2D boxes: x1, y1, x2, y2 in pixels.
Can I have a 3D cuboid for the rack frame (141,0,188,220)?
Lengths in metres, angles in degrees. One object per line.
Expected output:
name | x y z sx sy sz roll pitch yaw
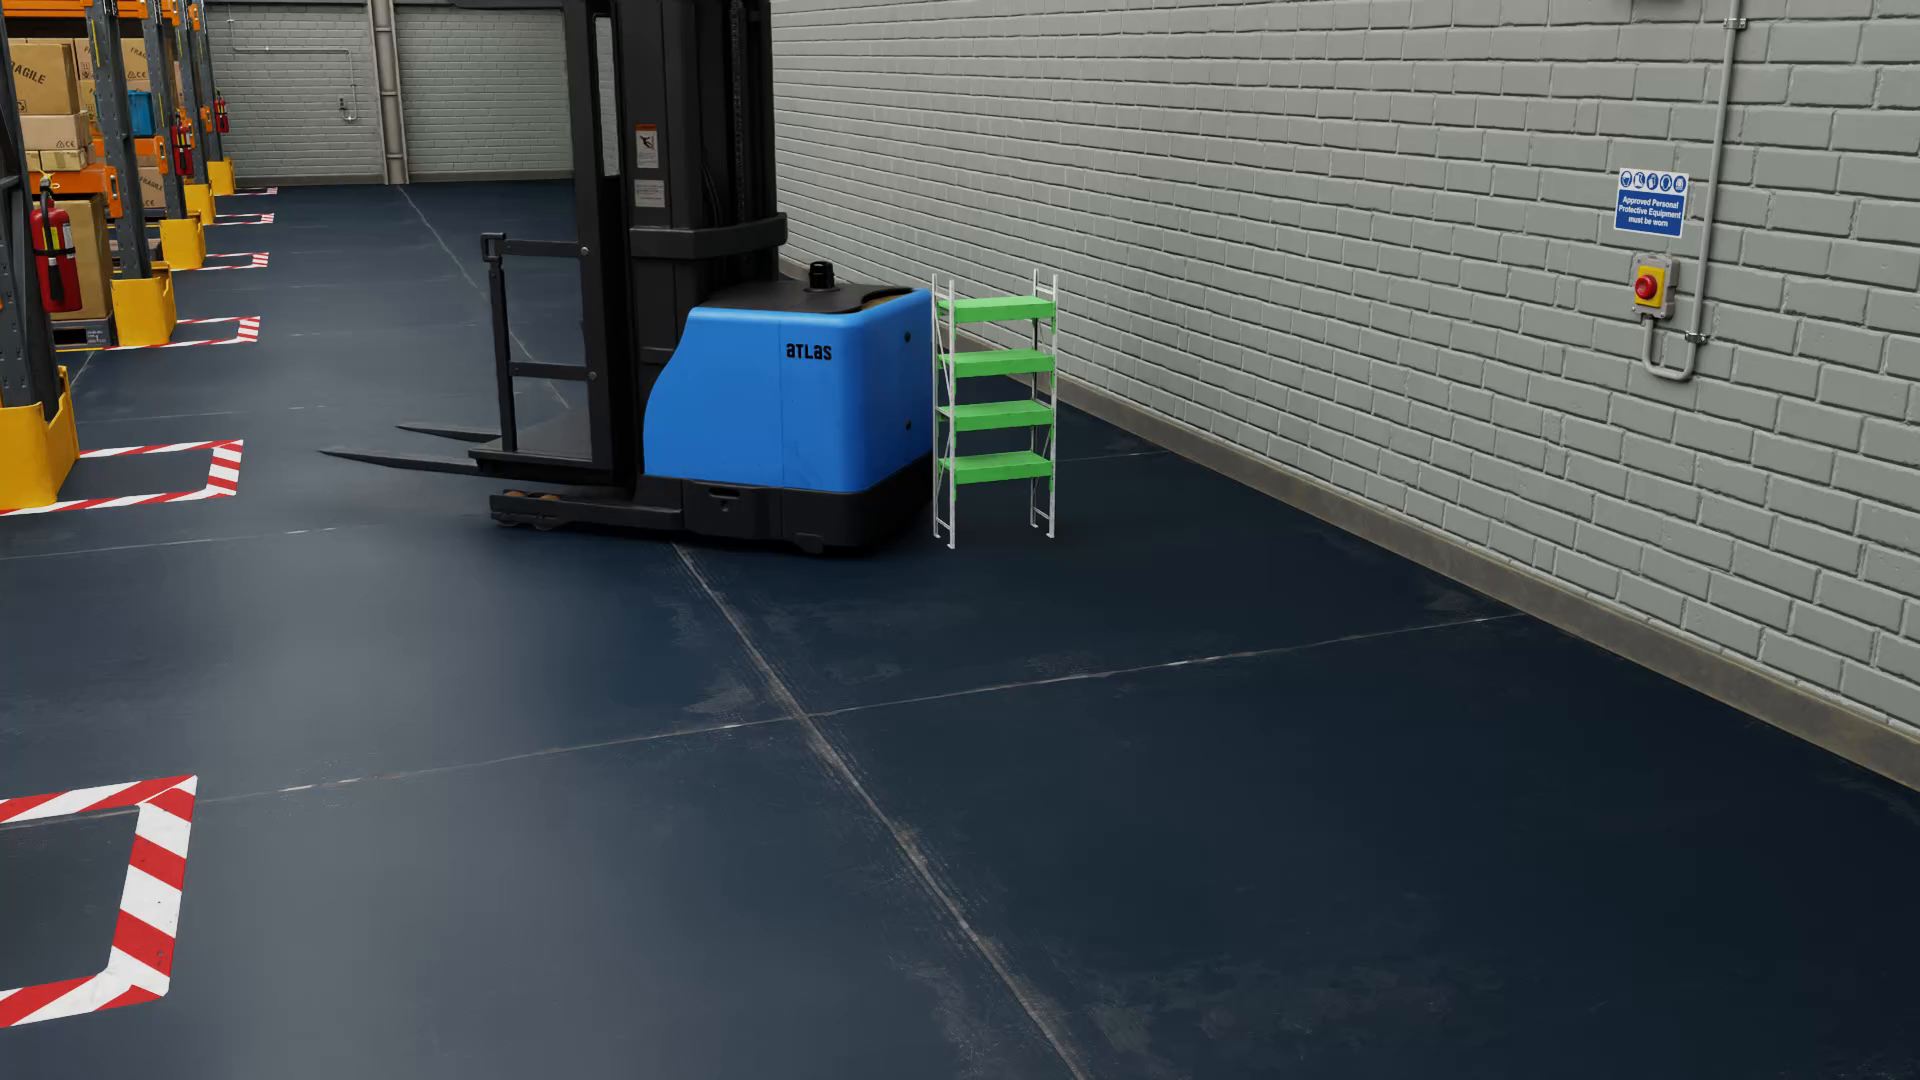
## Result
rack frame | -8.201 -4.368 17.150 0.127 3.000 1.000 -6 17 -20

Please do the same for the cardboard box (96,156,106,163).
cardboard box | -13.301 -5.779 25.644 0.500 0.500 0.700 -7 18 -22

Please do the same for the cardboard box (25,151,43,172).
cardboard box | -6.886 -2.795 12.239 0.250 0.149 0.380 -6 17 -20

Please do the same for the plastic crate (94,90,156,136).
plastic crate | -8.447 -4.331 16.854 0.499 0.435 0.616 -6 17 -20

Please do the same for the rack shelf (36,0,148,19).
rack shelf | -10.069 -5.261 16.142 4.000 0.370 1.077 -6 17 -20

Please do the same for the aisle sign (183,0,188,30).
aisle sign | -9.797 -6.845 20.971 0.004 0.787 0.394 -6 17 -20

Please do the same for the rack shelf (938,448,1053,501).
rack shelf | 0.155 -0.301 7.572 0.480 0.148 0.258 -6 17 -20

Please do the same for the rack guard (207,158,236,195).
rack guard | -11.724 -5.778 26.386 0.348 0.500 1.175 -6 17 -20

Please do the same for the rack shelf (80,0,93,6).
rack shelf | -8.297 -3.957 11.704 4.000 0.370 1.077 -6 17 -20

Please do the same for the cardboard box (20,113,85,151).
cardboard box | -6.787 -3.017 12.287 0.500 0.250 0.500 -6 18 -21

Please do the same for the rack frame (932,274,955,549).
rack frame | -0.073 -0.568 7.402 0.015 1.200 0.240 -6 17 -20

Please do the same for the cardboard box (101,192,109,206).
cardboard box | -11.047 -4.533 21.810 0.500 0.250 0.500 -6 17 -20

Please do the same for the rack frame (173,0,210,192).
rack frame | -9.970 -5.672 21.589 0.127 3.000 1.000 -6 17 -20

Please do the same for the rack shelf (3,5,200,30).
rack shelf | -13.614 -7.867 25.018 4.000 0.370 1.077 -6 17 -20

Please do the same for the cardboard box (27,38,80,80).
cardboard box | -11.242 -5.978 20.678 0.500 0.500 0.500 -6 17 -19

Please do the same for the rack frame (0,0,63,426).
rack frame | -4.749 -1.750 8.233 0.127 3.000 1.000 -6 17 -20

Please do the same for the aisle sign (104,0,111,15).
aisle sign | -6.255 -4.241 12.102 0.004 0.787 0.394 -6 17 -20

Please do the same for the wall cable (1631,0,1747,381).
wall cable | 2.374 -1.535 5.642 0.123 1.953 0.585 -6 17 -20

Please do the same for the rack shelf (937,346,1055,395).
rack shelf | 0.155 -0.761 7.436 0.480 0.148 0.258 -6 17 -20

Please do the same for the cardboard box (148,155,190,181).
cardboard box | -12.364 -5.880 25.989 0.500 0.500 0.700 -6 17 -20

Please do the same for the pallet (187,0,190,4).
pallet | -12.435 -8.294 25.352 1.213 0.211 1.003 -6 17 -20

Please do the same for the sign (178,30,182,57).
sign | -9.791 -6.231 20.877 0.005 0.325 0.100 -6 17 -20

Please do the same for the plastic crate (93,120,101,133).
plastic crate | -8.879 -4.322 17.352 0.298 0.136 0.250 -6 17 -20

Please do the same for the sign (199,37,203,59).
sign | -11.565 -7.500 25.338 0.005 0.325 0.100 -6 17 -20

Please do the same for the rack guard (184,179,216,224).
rack guard | -10.041 -4.465 21.915 0.348 0.500 1.175 -6 17 -20

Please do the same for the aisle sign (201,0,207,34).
aisle sign | -11.572 -8.150 25.415 0.004 0.787 0.394 -6 17 -20

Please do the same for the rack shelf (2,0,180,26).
rack shelf | -11.838 -6.564 20.581 4.000 0.370 1.077 -6 17 -20

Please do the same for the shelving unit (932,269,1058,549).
shelving unit | 0.155 -0.592 7.486 0.503 1.200 0.258 -6 17 -20

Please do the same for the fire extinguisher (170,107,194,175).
fire extinguisher | -7.898 -4.048 16.858 0.183 0.674 0.296 -6 17 -20

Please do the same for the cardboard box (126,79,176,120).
cardboard box | -10.291 -5.603 21.177 0.500 0.500 0.500 -6 17 -18

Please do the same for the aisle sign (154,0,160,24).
aisle sign | -8.029 -5.546 16.545 0.004 0.787 0.394 -6 17 -20

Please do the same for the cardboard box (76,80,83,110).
cardboard box | -11.242 -5.501 20.829 0.500 0.500 0.500 -6 17 -20

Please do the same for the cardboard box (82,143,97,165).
cardboard box | -6.879 -2.996 12.921 0.250 0.149 0.380 -6 17 -19

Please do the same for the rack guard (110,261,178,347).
rack guard | -6.407 -1.868 13.072 0.348 0.500 1.175 -6 17 -20

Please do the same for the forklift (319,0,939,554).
forklift | -1.674 -1.581 7.781 3.031 2.935 1.130 6 17 19

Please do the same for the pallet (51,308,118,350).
pallet | -7.148 -1.626 12.760 1.213 0.211 1.003 -6 17 -20

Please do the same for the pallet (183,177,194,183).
pallet | -12.465 -5.536 26.074 1.213 0.211 1.003 -6 17 -20

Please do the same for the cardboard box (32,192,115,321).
cardboard box | -6.998 -2.161 12.661 0.875 0.875 0.875 -6 17 -20

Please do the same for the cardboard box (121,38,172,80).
cardboard box | -10.288 -6.082 21.035 0.500 0.500 0.500 -6 18 -21
